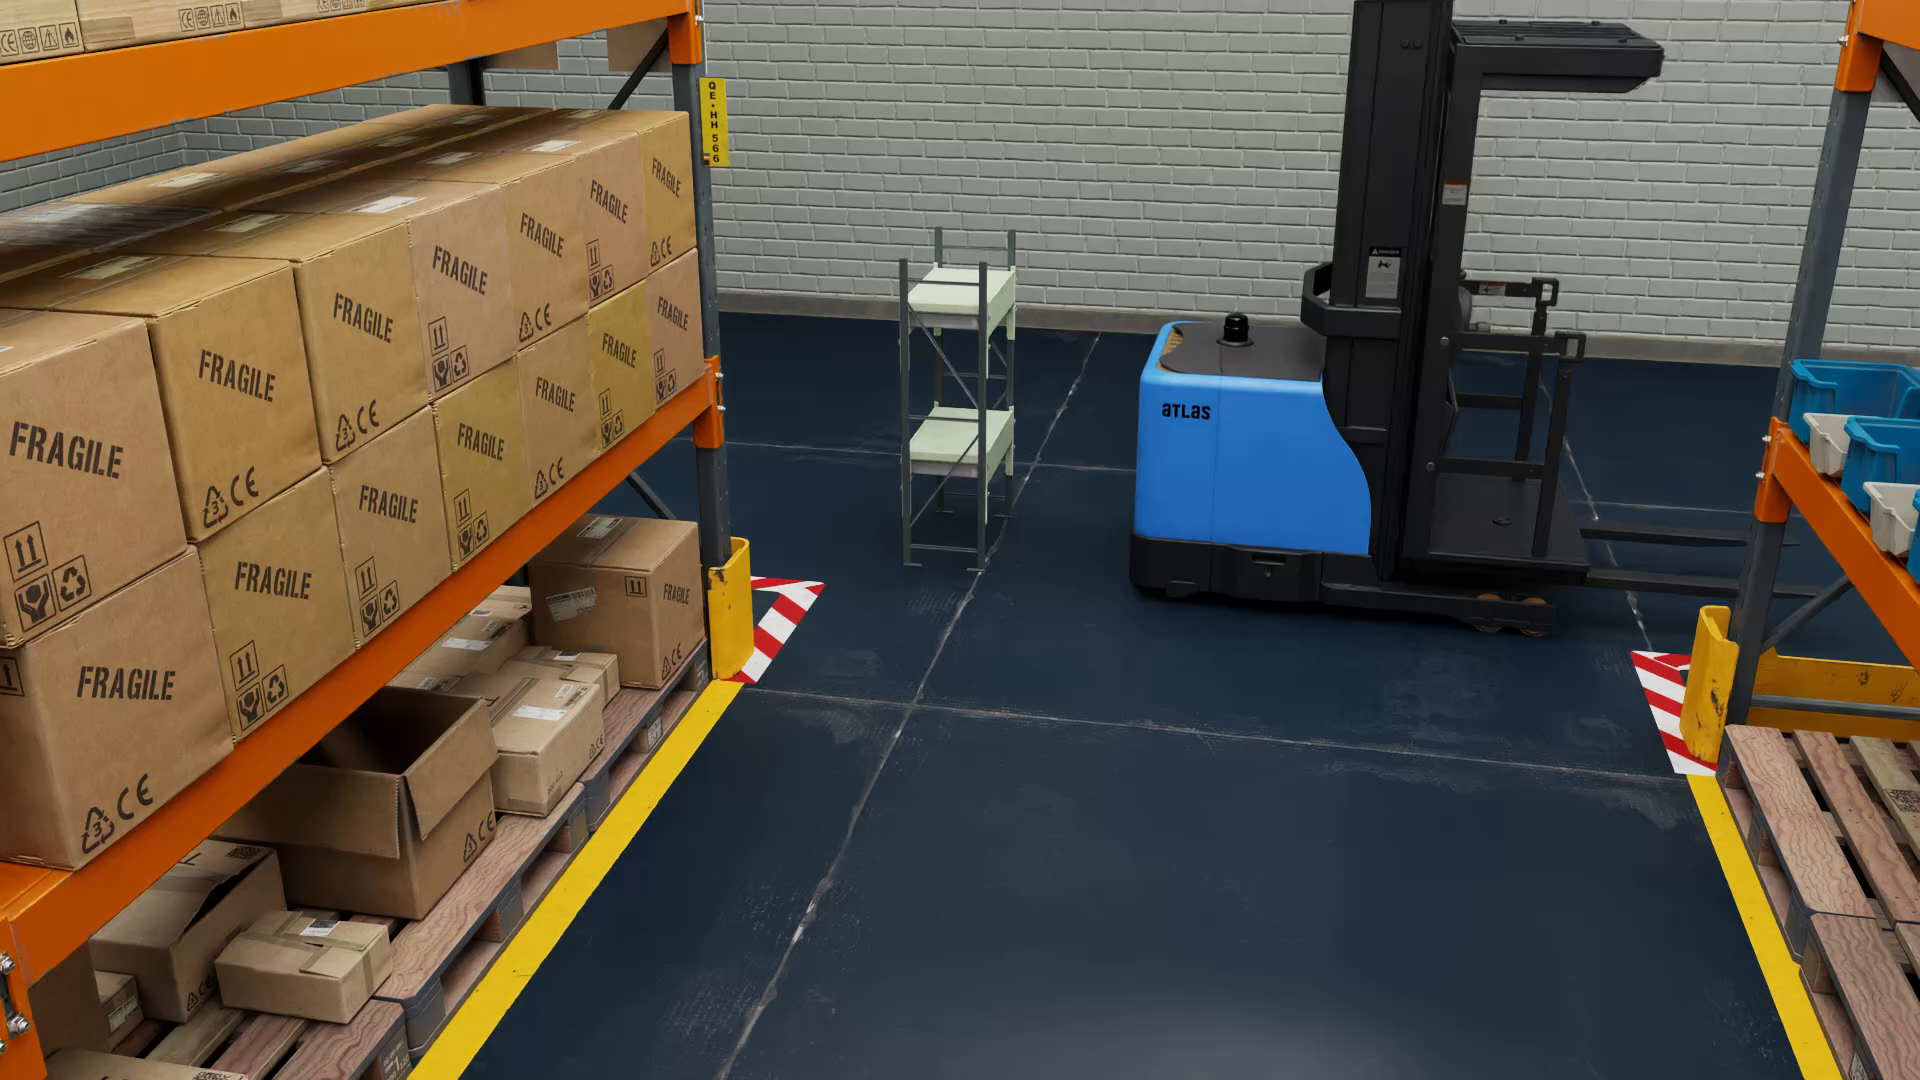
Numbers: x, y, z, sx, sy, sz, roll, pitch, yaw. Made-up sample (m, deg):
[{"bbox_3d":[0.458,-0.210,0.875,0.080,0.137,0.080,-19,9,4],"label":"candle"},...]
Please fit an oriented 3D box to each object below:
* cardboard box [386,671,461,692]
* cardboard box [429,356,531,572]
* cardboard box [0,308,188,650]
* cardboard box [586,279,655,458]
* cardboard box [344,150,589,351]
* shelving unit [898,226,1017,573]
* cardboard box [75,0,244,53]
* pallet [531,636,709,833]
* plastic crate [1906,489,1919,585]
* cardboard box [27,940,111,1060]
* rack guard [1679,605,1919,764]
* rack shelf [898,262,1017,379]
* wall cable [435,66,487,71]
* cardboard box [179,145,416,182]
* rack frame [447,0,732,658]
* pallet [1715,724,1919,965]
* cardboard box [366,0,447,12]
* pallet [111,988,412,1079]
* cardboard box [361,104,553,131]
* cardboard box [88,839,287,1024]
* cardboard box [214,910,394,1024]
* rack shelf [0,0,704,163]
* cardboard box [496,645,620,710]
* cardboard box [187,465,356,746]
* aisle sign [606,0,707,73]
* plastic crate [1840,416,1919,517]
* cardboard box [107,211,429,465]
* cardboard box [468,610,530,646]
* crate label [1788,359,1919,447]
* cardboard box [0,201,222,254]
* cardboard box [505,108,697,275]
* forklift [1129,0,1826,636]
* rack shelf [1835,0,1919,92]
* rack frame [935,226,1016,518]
[{"bbox_3d":[-2.059,0.672,5.761,0.500,0.250,0.500,4,22,11],"label":"cardboard box"},{"bbox_3d":[-1.604,-0.248,4.819,0.500,0.500,0.500,4,22,10],"label":"cardboard box"},{"bbox_3d":[-1.911,-0.140,3.215,0.500,0.500,0.500,5,22,12],"label":"cardboard box"},{"bbox_3d":[-1.393,-0.614,5.729,0.500,0.500,0.500,5,22,11],"label":"cardboard box"},{"bbox_3d":[-1.491,-0.894,5.085,0.500,0.500,0.500,5,22,12],"label":"cardboard box"},{"bbox_3d":[-0.001,-0.693,8.067,0.431,1.500,0.755,4,22,11],"label":"shelving unit"},{"bbox_3d":[-1.835,-1.143,3.361,0.500,0.250,0.500,4,22,11],"label":"cardboard box"},{"bbox_3d":[-1.643,0.671,6.406,1.003,0.211,1.213,4,22,11],"label":"pallet"},{"bbox_3d":[2.741,0.033,4.399,0.416,0.233,0.300,4,22,11],"label":"plastic crate"},{"bbox_3d":[-2.444,1.246,4.001,0.500,0.500,0.500,4,22,11],"label":"cardboard box"},{"bbox_3d":[3.374,0.587,6.228,1.175,0.500,0.348,4,22,11],"label":"rack guard"},{"bbox_3d":[-0.001,-1.055,7.922,0.431,0.370,0.720,4,22,11],"label":"rack shelf"},{"bbox_3d":[-4.812,-4.702,12.140,3.097,2.526,0.112,4,22,11],"label":"wall cable"},{"bbox_3d":[-2.021,-0.936,5.190,0.500,0.500,0.500,5,22,12],"label":"cardboard box"},{"bbox_3d":[-1.466,-0.942,6.678,1.000,3.000,0.127,4,22,11],"label":"rack frame"},{"bbox_3d":[3.176,1.029,5.516,1.003,0.211,1.213,4,22,11],"label":"pallet"},{"bbox_3d":[-1.633,-1.508,4.269,0.500,0.250,0.500,4,22,11],"label":"cardboard box"},{"bbox_3d":[-2.141,1.563,4.190,1.003,0.211,1.213,4,22,11],"label":"pallet"},{"bbox_3d":[-1.815,-1.310,6.119,0.500,0.500,0.500,5,23,13],"label":"cardboard box"},{"bbox_3d":[-2.291,1.060,4.718,0.500,0.311,0.500,4,22,11],"label":"cardboard box"},{"bbox_3d":[-1.818,1.177,4.620,0.380,0.166,0.250,4,22,11],"label":"cardboard box"},{"bbox_3d":[-1.874,-1.268,4.436,1.077,0.370,4.000,4,22,11],"label":"rack shelf"},{"bbox_3d":[-1.507,0.527,6.234,0.380,0.166,0.250,4,22,11],"label":"cardboard box"},{"bbox_3d":[-1.810,0.121,3.903,0.500,0.500,0.500,5,22,12],"label":"cardboard box"},{"bbox_3d":[-1.152,-2.150,6.196,0.394,0.787,0.004,4,22,11],"label":"aisle sign"},{"bbox_3d":[2.875,-0.207,4.997,0.416,0.233,0.300,4,22,11],"label":"plastic crate"},{"bbox_3d":[-1.700,-0.517,4.150,0.500,0.500,0.500,4,22,9],"label":"cardboard box"},{"bbox_3d":[-1.939,0.386,6.583,0.380,0.166,0.250,4,22,11],"label":"cardboard box"},{"bbox_3d":[3.010,-0.448,5.595,0.416,0.233,0.303,4,22,11],"label":"crate label"},{"bbox_3d":[-2.228,-0.566,4.271,0.500,0.500,0.500,5,22,11],"label":"cardboard box"},{"bbox_3d":[-1.288,-1.269,6.016,0.500,0.500,0.500,4,22,10],"label":"cardboard box"},{"bbox_3d":[2.357,-1.155,7.297,3.031,2.935,1.130,5,22,12],"label":"forklift"},{"bbox_3d":[2.974,-0.889,3.495,1.077,0.370,4.000,4,22,11],"label":"rack shelf"},{"bbox_3d":[0.073,-0.827,8.400,0.400,1.500,0.023,4,22,11],"label":"rack frame"}]
